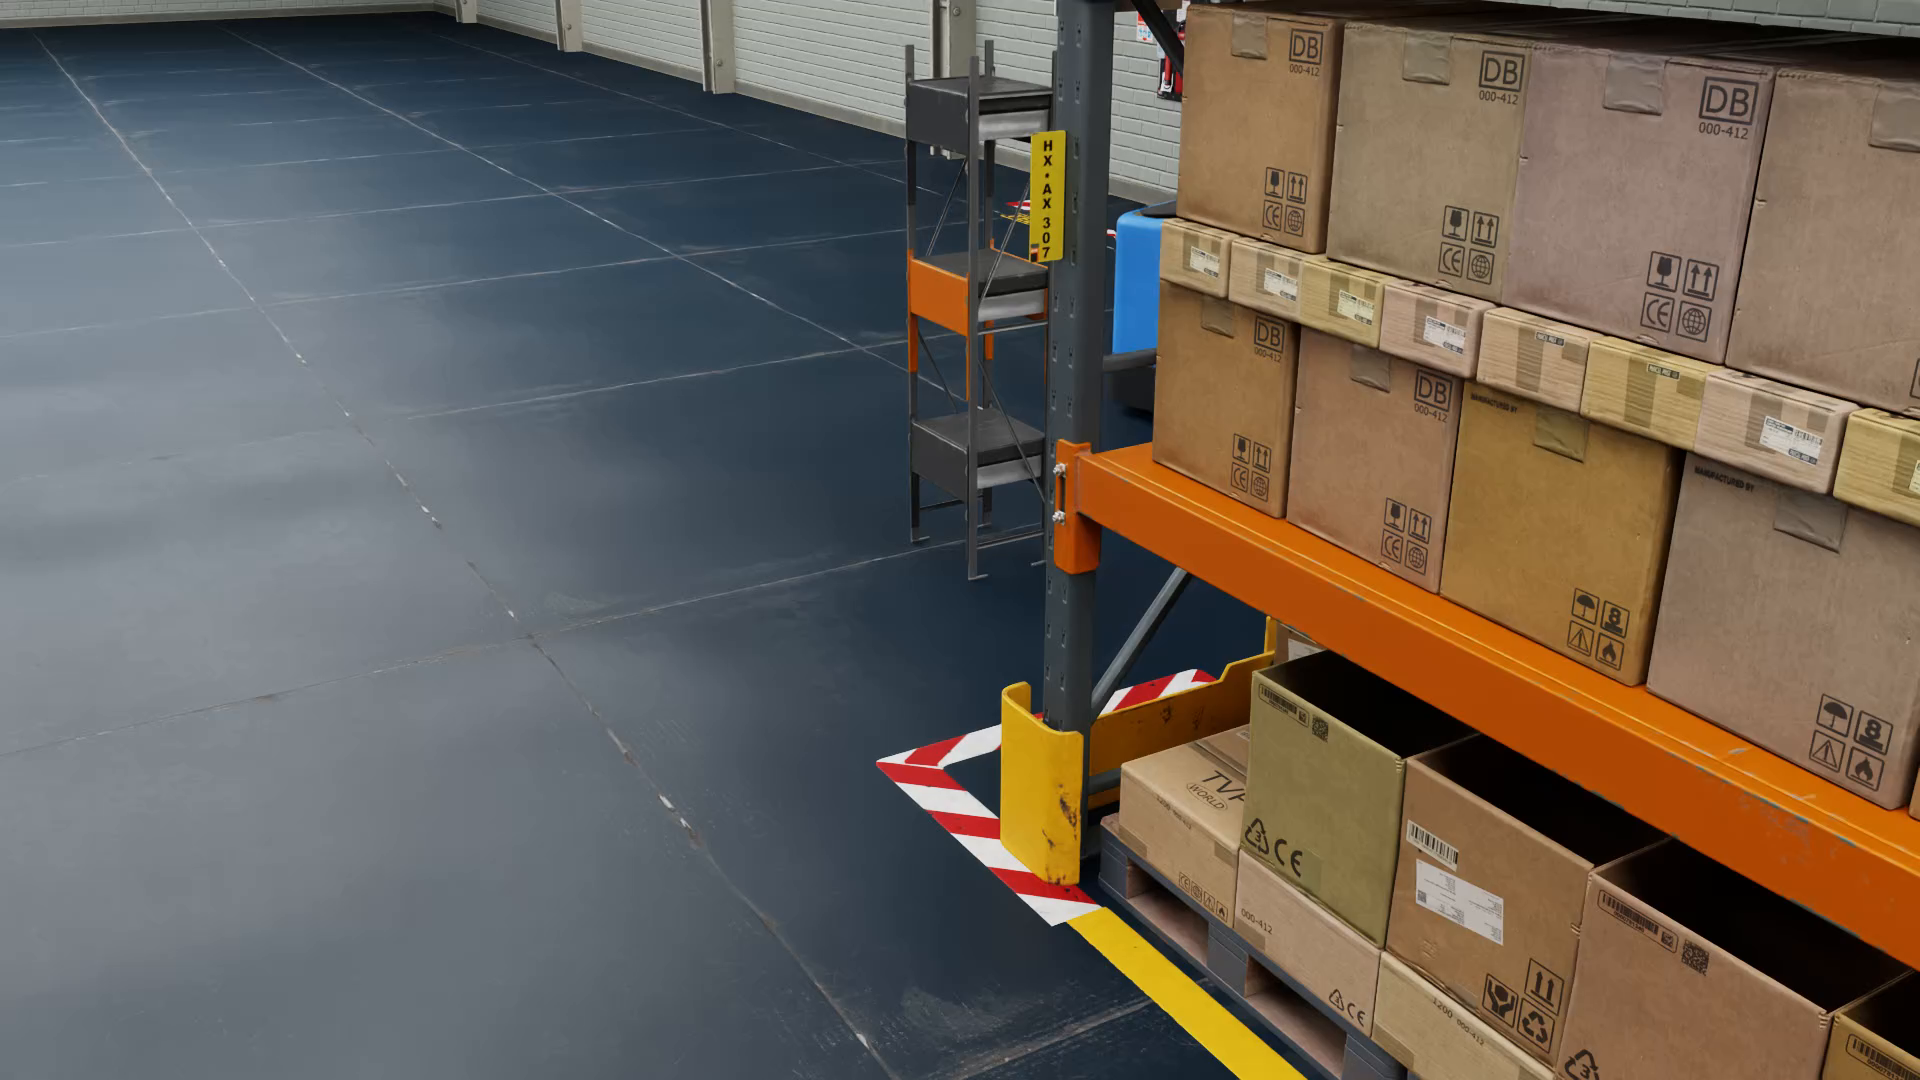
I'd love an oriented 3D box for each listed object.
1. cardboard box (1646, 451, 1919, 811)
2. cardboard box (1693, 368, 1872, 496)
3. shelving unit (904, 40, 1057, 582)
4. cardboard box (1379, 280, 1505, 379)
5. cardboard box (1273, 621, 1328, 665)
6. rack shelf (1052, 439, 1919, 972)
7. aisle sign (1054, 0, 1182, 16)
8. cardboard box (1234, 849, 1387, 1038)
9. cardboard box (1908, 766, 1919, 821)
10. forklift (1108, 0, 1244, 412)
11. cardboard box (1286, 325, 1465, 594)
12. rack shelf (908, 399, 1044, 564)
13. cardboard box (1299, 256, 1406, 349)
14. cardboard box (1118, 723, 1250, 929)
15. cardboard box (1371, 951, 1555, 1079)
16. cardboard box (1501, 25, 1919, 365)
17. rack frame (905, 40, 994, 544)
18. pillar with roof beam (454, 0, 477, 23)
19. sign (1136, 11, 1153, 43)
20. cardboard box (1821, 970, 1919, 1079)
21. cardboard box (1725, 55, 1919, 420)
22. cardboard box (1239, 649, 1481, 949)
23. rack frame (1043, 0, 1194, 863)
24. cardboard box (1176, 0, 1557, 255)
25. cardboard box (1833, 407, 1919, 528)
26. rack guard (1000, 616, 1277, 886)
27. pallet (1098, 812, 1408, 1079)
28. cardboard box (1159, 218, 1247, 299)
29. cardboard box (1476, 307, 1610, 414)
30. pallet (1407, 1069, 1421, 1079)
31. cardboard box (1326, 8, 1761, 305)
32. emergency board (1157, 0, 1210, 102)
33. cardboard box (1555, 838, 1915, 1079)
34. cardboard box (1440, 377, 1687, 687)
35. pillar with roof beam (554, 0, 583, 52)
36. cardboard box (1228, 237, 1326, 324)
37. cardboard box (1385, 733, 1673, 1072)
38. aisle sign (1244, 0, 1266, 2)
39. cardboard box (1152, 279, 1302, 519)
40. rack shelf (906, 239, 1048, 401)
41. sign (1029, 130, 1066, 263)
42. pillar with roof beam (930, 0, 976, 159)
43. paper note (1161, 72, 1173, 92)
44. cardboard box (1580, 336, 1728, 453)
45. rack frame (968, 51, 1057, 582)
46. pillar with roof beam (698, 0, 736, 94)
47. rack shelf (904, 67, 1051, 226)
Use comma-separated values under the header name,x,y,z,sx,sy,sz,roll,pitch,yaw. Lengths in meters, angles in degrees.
name,x,y,z,sx,sy,sz,roll,pitch,yaw
cardboard box,1.721,0.074,3.012,0.700,0.500,0.500,-12,25,-27
cardboard box,1.501,-0.214,2.861,0.380,0.149,0.250,-12,25,-28
shelving unit,0.085,-0.919,6.784,0.431,2.100,0.503,-13,25,-28
cardboard box,1.107,-0.464,3.475,0.380,0.149,0.250,-13,26,-29
cardboard box,1.231,0.315,4.652,0.500,0.500,0.500,-13,25,-28
rack shelf,1.722,0.447,3.183,1.077,0.370,4.000,-13,25,-28
aisle sign,0.404,-1.700,4.059,0.394,0.787,0.004,-13,25,-28
cardboard box,1.042,0.923,4.151,0.500,0.250,0.500,-13,25,-28
cardboard box,1.984,0.240,2.605,0.700,0.500,0.500,-12,25,-27
forklift,2.127,-2.363,9.233,1.130,2.935,3.031,17,28,36
cardboard box,1.201,-0.257,3.828,0.700,0.500,0.500,-12,25,-27
rack shelf,0.085,-0.258,7.053,0.431,0.518,0.480,-13,25,-28
cardboard box,0.980,-0.546,3.677,0.380,0.149,0.250,-12,25,-28
cardboard box,0.783,0.762,4.547,0.500,0.250,0.500,-13,25,-28
cardboard box,1.297,1.085,3.752,0.500,0.250,0.500,-13,25,-28
cardboard box,1.487,-0.678,3.140,0.700,0.500,0.500,-12,25,-28
rack frame,-0.040,-0.998,6.979,0.400,2.100,0.015,-13,25,-28
pillar with roof beam,-12.967,-13.090,27.565,9.100,9.000,0.400,-13,25,-28
sign,1.571,-4.392,14.087,0.001,0.329,0.234,-13,25,-28
cardboard box,1.815,1.060,2.819,0.500,0.500,0.500,-13,25,-28
cardboard box,1.743,-0.516,2.741,0.700,0.500,0.500,-13,25,-28
cardboard box,1.041,0.576,4.009,0.500,0.500,0.500,-13,25,-28
rack frame,0.701,-0.534,4.641,1.000,3.000,0.127,-13,25,-28
cardboard box,0.955,-1.010,3.958,0.700,0.500,0.500,-13,25,-28
cardboard box,1.635,-0.129,2.651,0.380,0.149,0.250,-12,25,-27
rack guard,0.689,0.617,5.131,1.175,0.500,0.348,-13,25,-28
pallet,1.127,0.998,4.577,1.003,0.211,1.213,-13,25,-28
cardboard box,0.716,-0.712,4.085,0.380,0.149,0.250,-13,25,-29
cardboard box,1.245,-0.378,3.264,0.380,0.149,0.250,-14,26,-30
pallet,1.747,1.392,3.606,1.003,0.211,1.213,-13,25,-28
cardboard box,1.229,-0.841,3.541,0.700,0.500,0.500,-13,26,-30
emergency board,1.764,-4.177,13.604,0.194,1.169,0.643,-13,25,-28
cardboard box,1.547,0.901,3.210,0.500,0.500,0.500,-13,25,-28
cardboard box,1.449,-0.095,3.430,0.700,0.500,0.500,-12,25,-28
pillar with roof beam,-9.902,-11.148,22.787,9.100,9.000,0.400,-13,25,-28
cardboard box,0.853,-0.627,3.876,0.380,0.149,0.250,-13,26,-30
cardboard box,1.307,0.735,3.616,0.500,0.500,0.500,-13,25,-28
aisle sign,0.920,-1.816,4.343,0.394,0.787,0.004,-13,25,-28
cardboard box,0.928,-0.426,4.244,0.700,0.500,0.500,-13,25,-28
rack shelf,0.085,-0.906,6.789,0.431,0.518,0.480,-13,25,-28
sign,0.221,-0.867,4.205,0.100,0.325,0.005,-13,25,-28
pillar with roof beam,-3.772,-7.263,13.230,9.100,9.000,0.400,-13,25,-28
paper note,1.733,-3.840,13.944,0.016,0.148,0.142,-13,25,-28
cardboard box,1.376,-0.296,3.061,0.380,0.149,0.250,-13,25,-29
rack frame,0.209,-0.840,6.590,0.400,2.100,0.015,-13,25,-28
pillar with roof beam,-6.837,-9.205,18.008,9.100,9.000,0.400,-13,25,-28
rack shelf,0.085,-1.555,6.526,0.431,0.518,0.480,-13,25,-28
